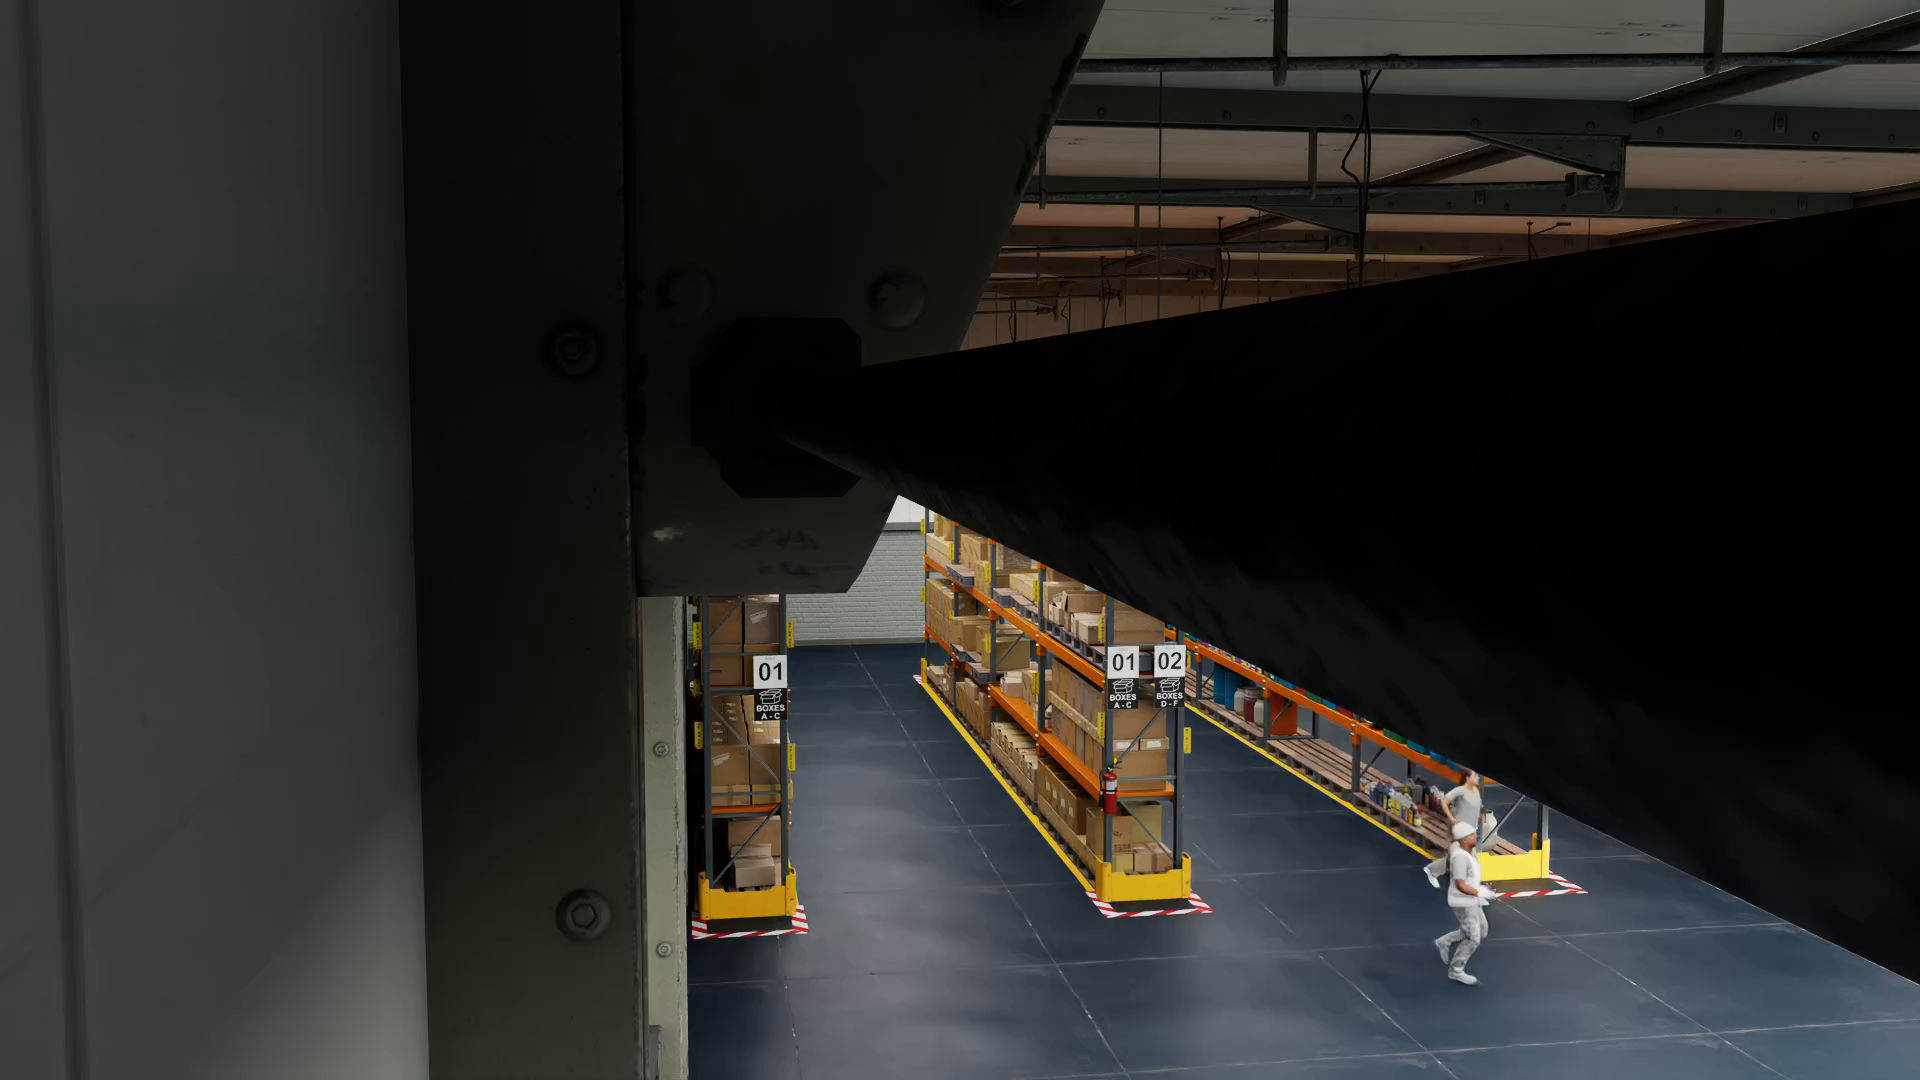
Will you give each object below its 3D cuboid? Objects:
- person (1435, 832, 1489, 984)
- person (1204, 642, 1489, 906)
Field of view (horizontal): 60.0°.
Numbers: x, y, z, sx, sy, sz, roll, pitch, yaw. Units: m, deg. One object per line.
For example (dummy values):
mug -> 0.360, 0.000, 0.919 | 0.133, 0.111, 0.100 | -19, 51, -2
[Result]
person -> 15.482, 2.410, 24.361 | 15.819, 3.552, 19.321 | 2, 5, 17
person -> 5.667, 3.137, 26.773 | 7.489, 1.651, 10.616 | -5, 7, -42
